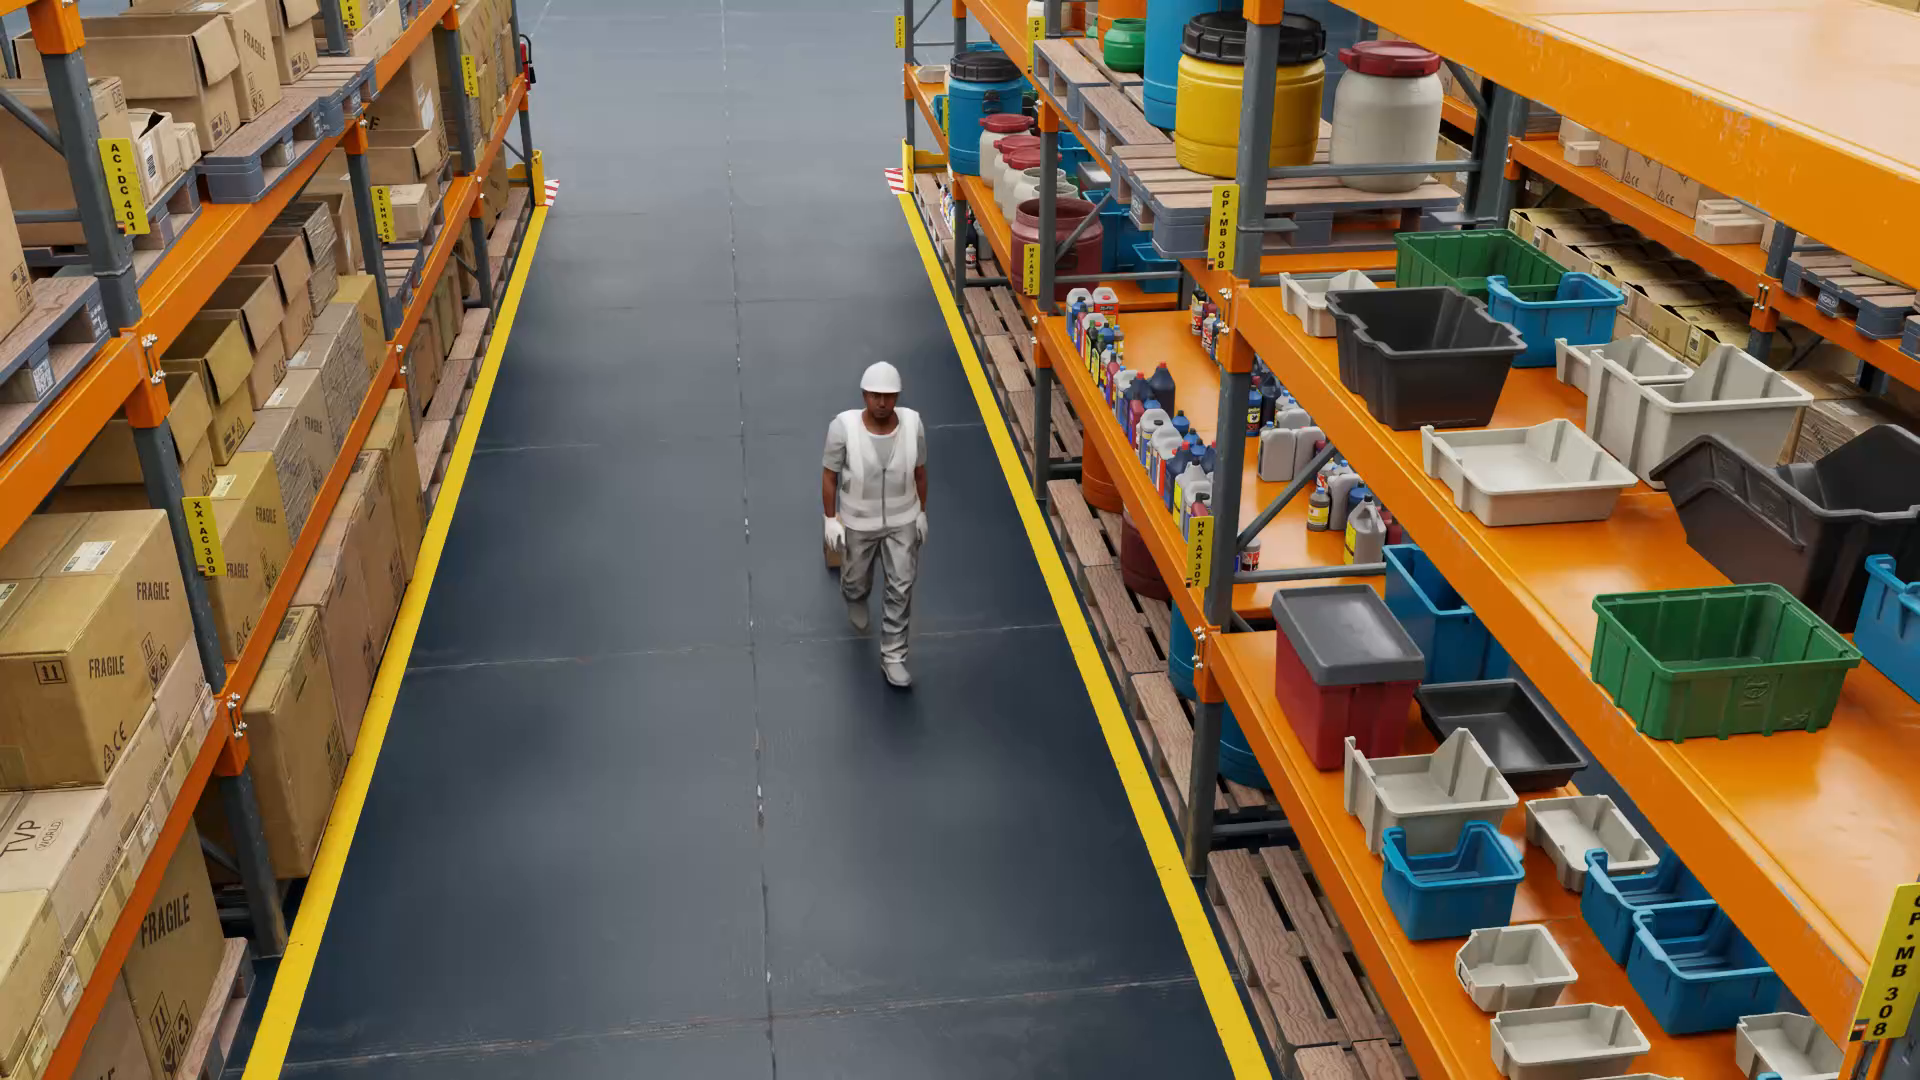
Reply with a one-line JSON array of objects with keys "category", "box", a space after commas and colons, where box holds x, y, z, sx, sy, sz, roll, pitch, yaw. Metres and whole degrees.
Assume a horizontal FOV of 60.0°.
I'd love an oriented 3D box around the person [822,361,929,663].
[{"category": "person", "box": [-0.461, -0.179, 8.858, 0.561, 1.712, 0.607, -6, 27, -11]}]
